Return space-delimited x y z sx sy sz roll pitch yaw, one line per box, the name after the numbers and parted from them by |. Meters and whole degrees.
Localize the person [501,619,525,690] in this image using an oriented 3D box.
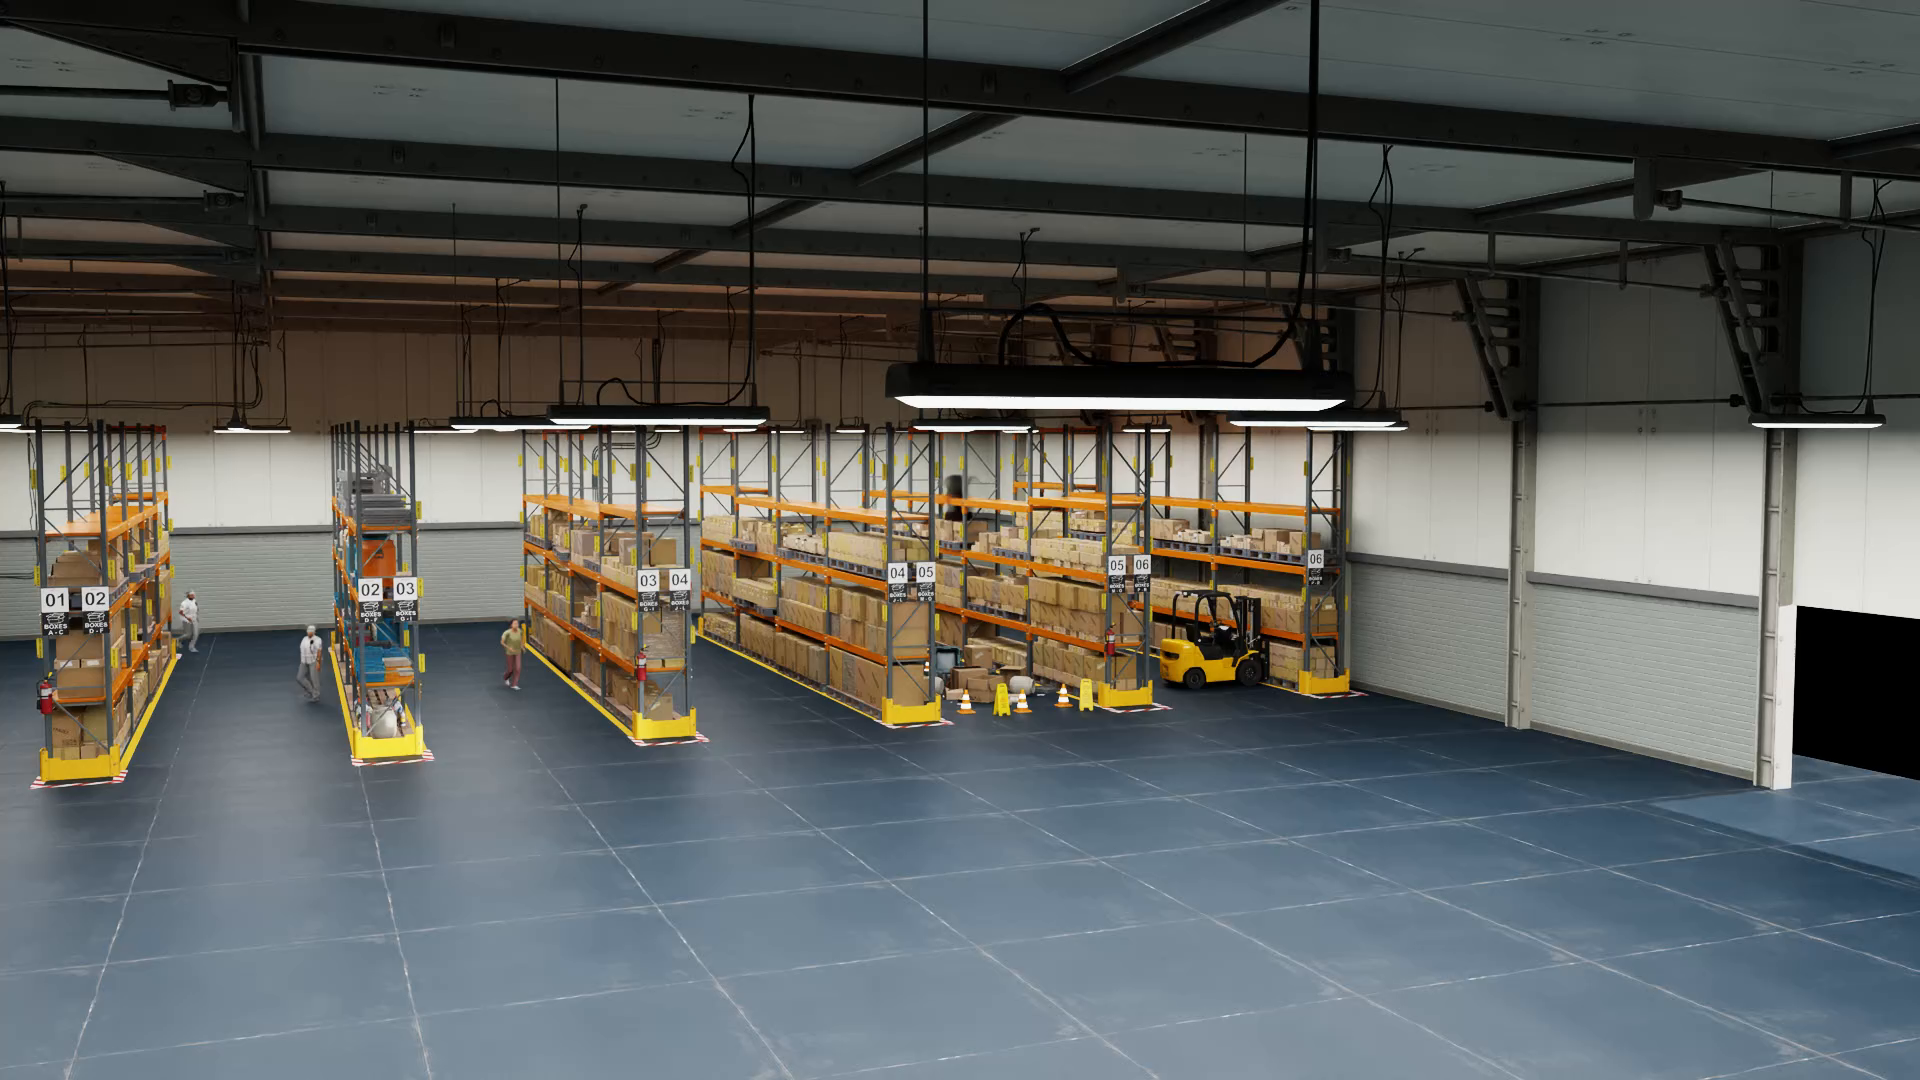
-10.154 2.573 37.683 0.576 1.619 0.721 -3 4 -36 | person

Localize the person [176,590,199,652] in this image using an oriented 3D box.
-20.510 2.144 44.167 0.690 1.657 0.552 1 4 21 | person

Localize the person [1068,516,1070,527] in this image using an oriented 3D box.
-7.261 1.274 38.177 5.990 2.704 28.199 2 4 34 | person

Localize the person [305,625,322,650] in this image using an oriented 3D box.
-13.978 2.190 35.745 0.487 0.726 0.301 1 4 15 | person
